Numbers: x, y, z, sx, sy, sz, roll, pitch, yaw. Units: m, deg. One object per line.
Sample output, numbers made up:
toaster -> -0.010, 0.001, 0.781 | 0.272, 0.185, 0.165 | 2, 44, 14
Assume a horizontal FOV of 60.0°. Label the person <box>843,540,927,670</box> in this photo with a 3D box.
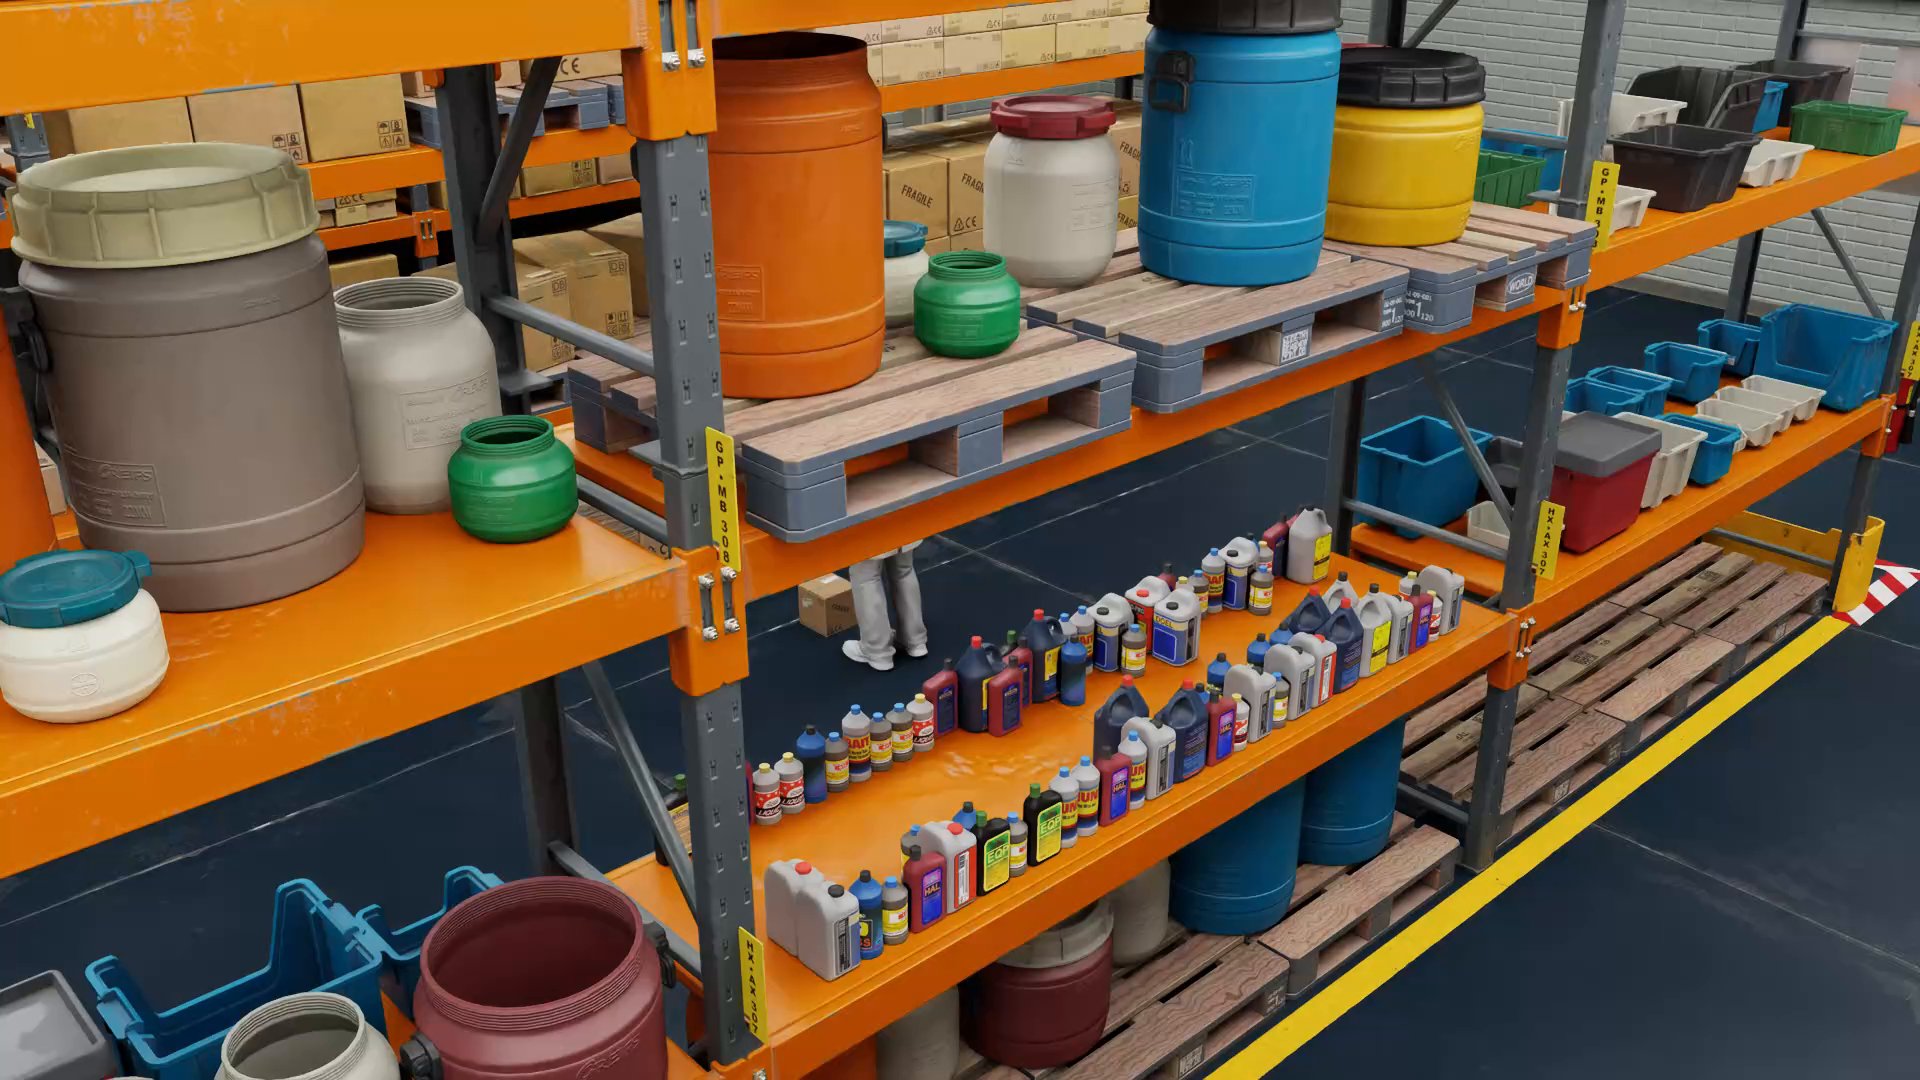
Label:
person -> -0.437, -0.158, 8.993 | 0.562, 1.783, 0.383 | -20, 31, -38
